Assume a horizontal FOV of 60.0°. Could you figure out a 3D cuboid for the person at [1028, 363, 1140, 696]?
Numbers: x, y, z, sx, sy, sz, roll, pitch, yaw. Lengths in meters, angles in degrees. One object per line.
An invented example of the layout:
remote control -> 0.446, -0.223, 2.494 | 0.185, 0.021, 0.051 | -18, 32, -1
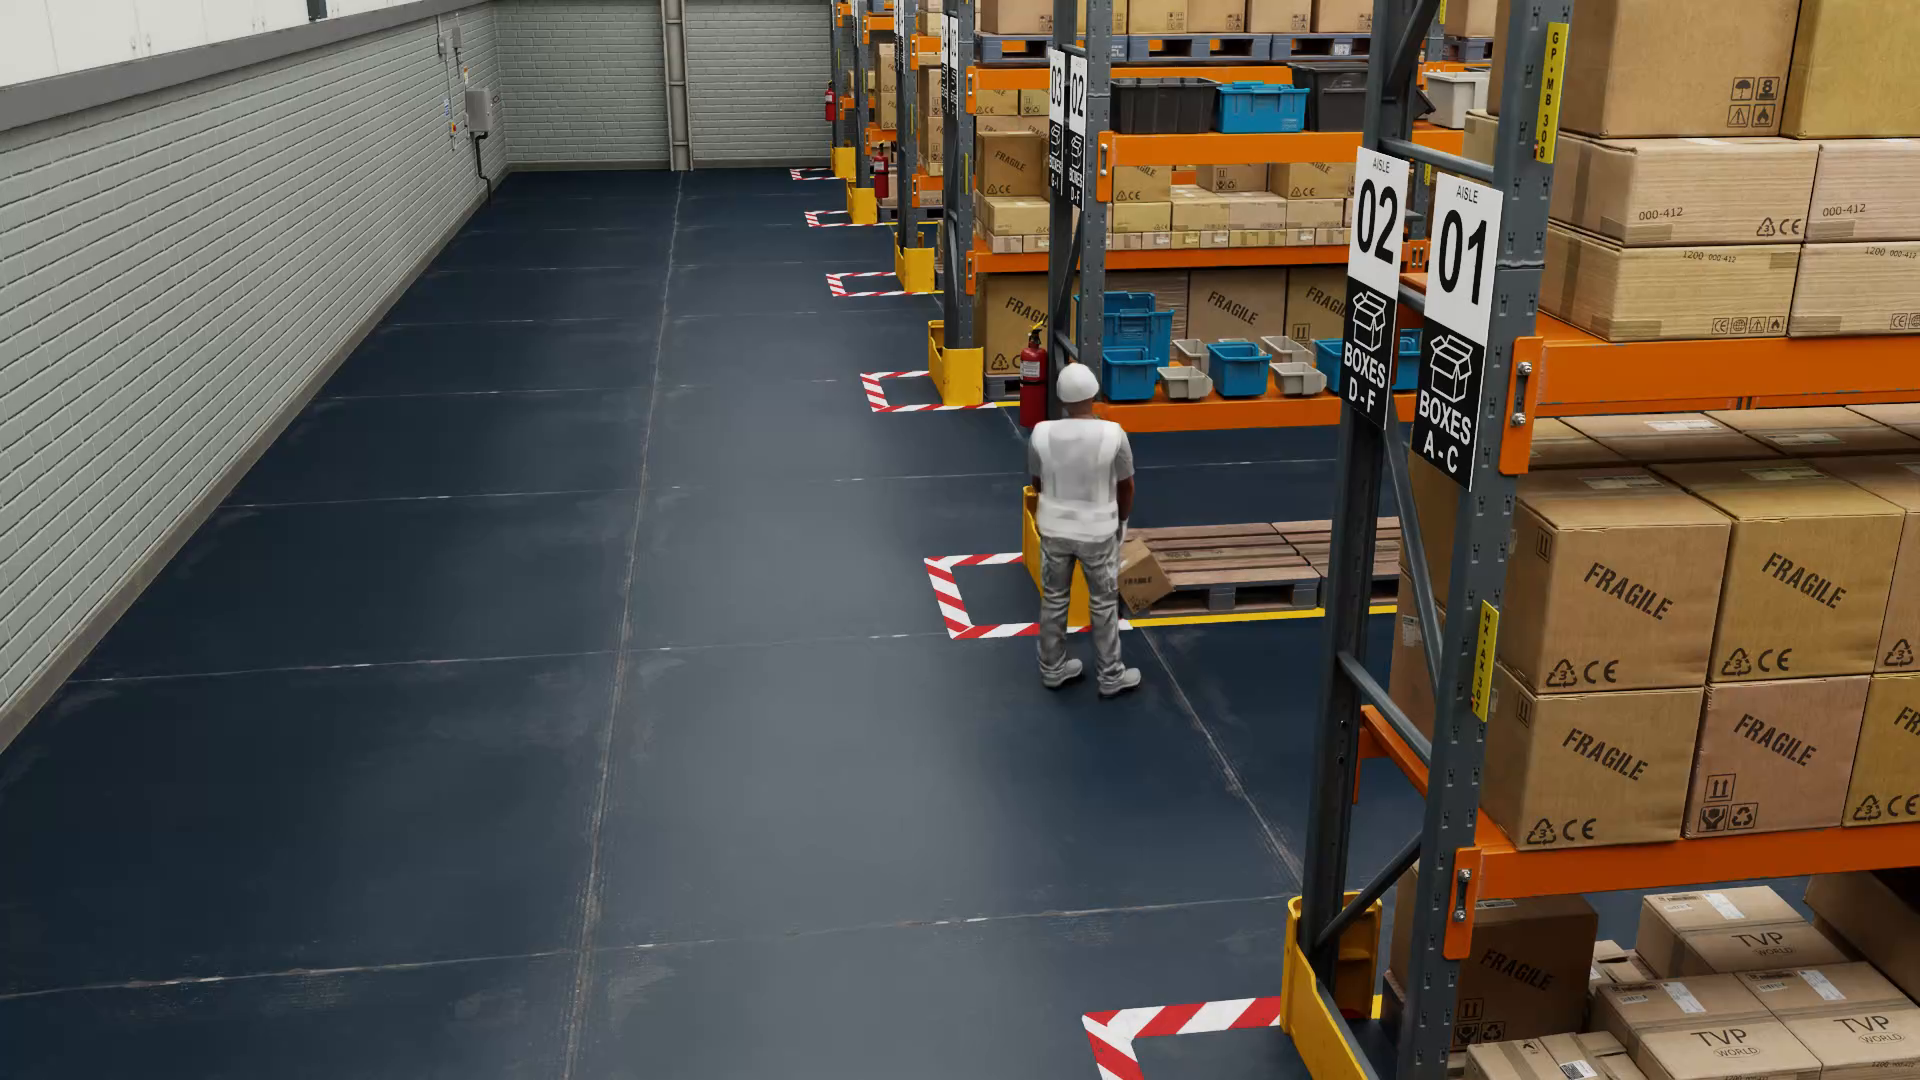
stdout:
person -> 0.656, -0.058, 8.641 | 0.599, 1.794, 0.456 | 4, 20, 11
